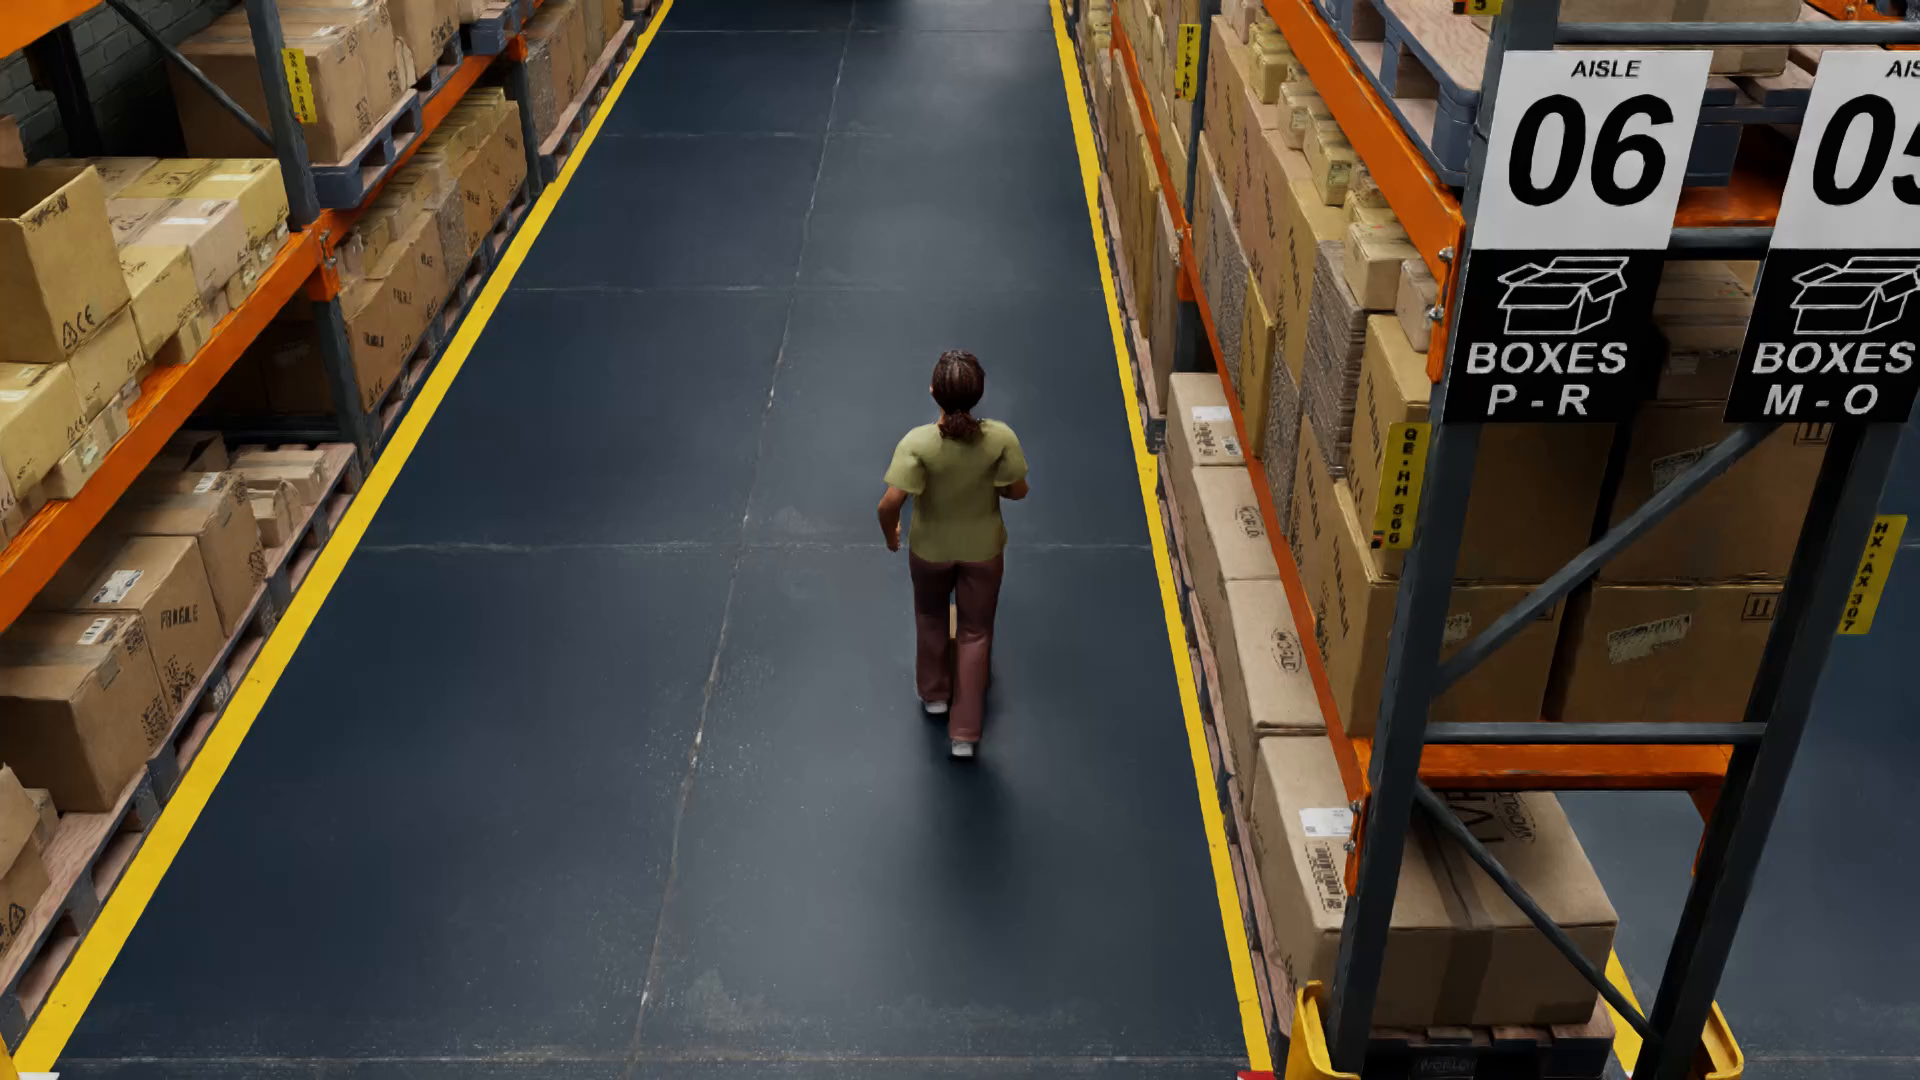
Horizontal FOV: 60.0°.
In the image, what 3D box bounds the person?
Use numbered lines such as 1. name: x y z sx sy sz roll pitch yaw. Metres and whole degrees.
1. person: -0.018 0.038 6.159 0.532 1.642 0.595 1 32 1
